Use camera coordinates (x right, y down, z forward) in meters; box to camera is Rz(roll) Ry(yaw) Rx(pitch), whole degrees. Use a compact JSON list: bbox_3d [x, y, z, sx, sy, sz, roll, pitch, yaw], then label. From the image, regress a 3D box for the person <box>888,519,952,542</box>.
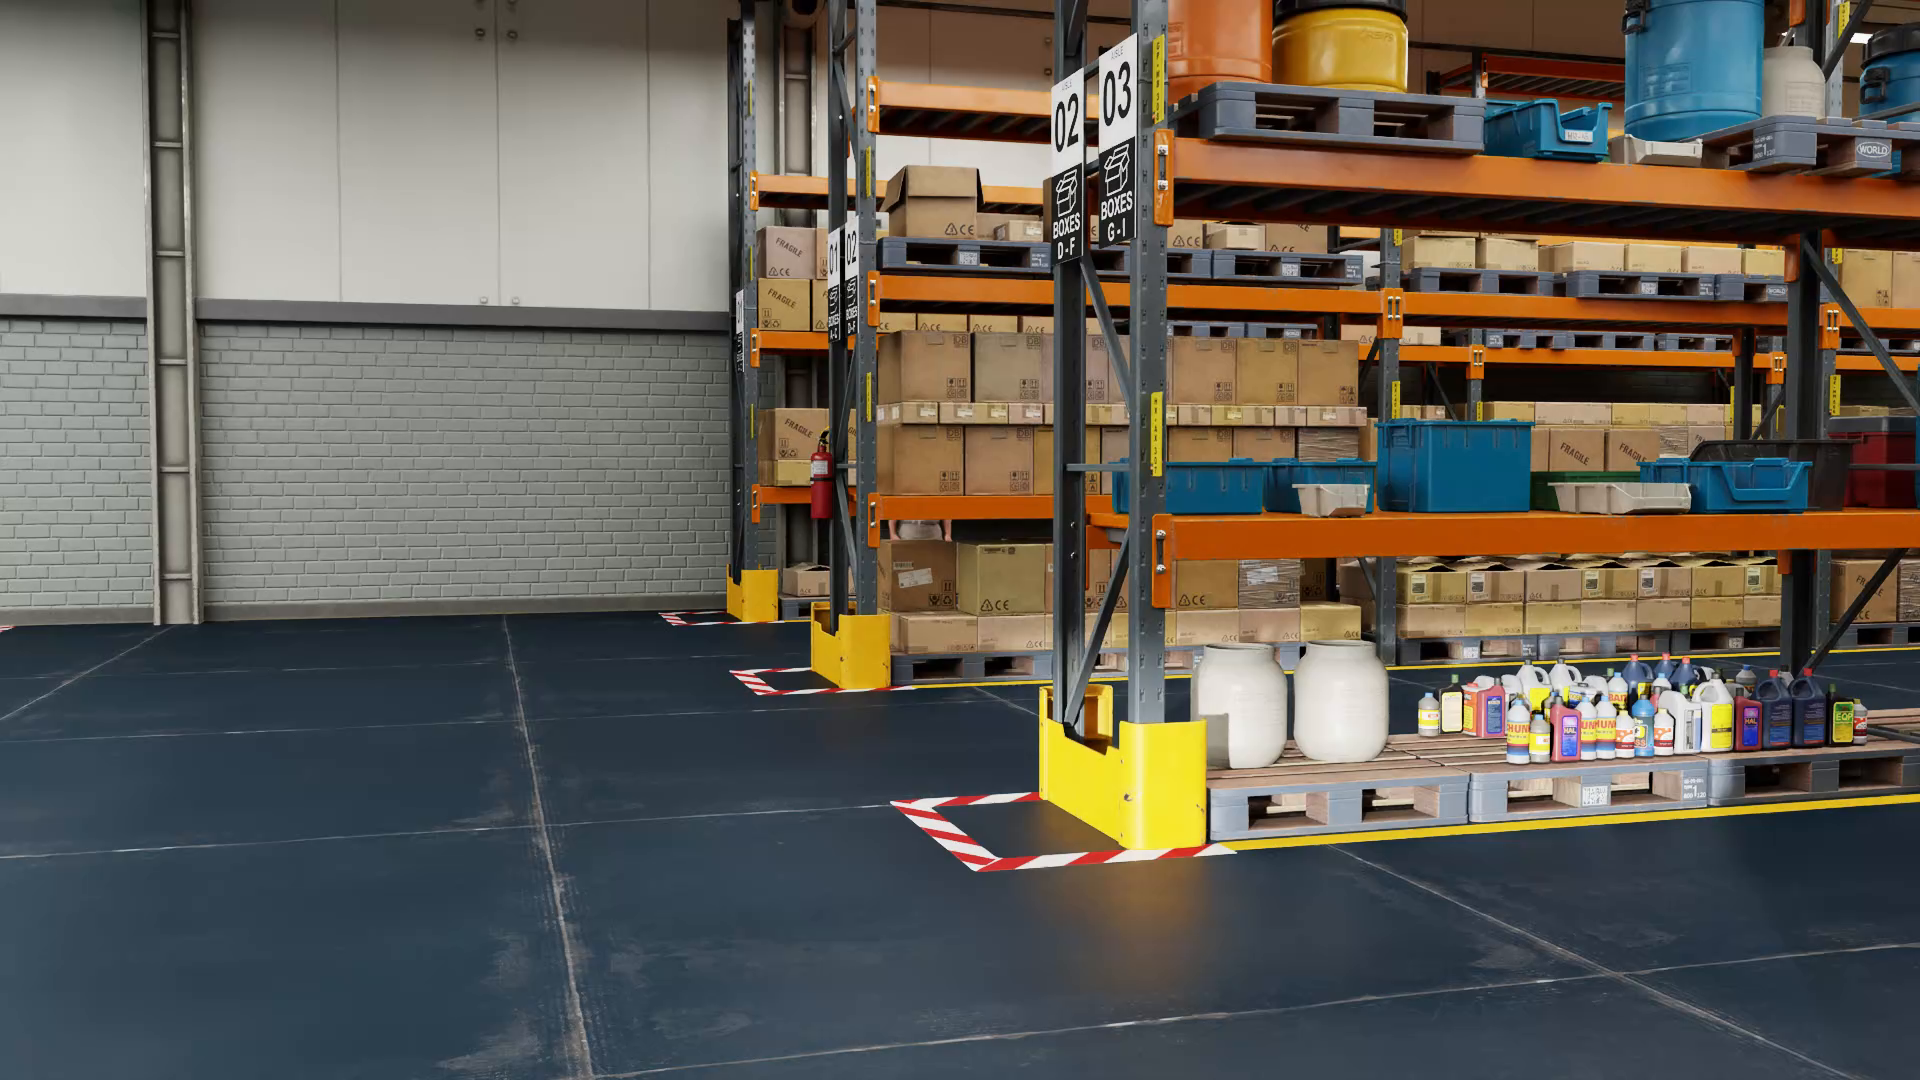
[{"bbox_3d":[-0.356,-0.024,14.945,0.585,1.727,0.392,-1,3,-16],"label":"person"}]
